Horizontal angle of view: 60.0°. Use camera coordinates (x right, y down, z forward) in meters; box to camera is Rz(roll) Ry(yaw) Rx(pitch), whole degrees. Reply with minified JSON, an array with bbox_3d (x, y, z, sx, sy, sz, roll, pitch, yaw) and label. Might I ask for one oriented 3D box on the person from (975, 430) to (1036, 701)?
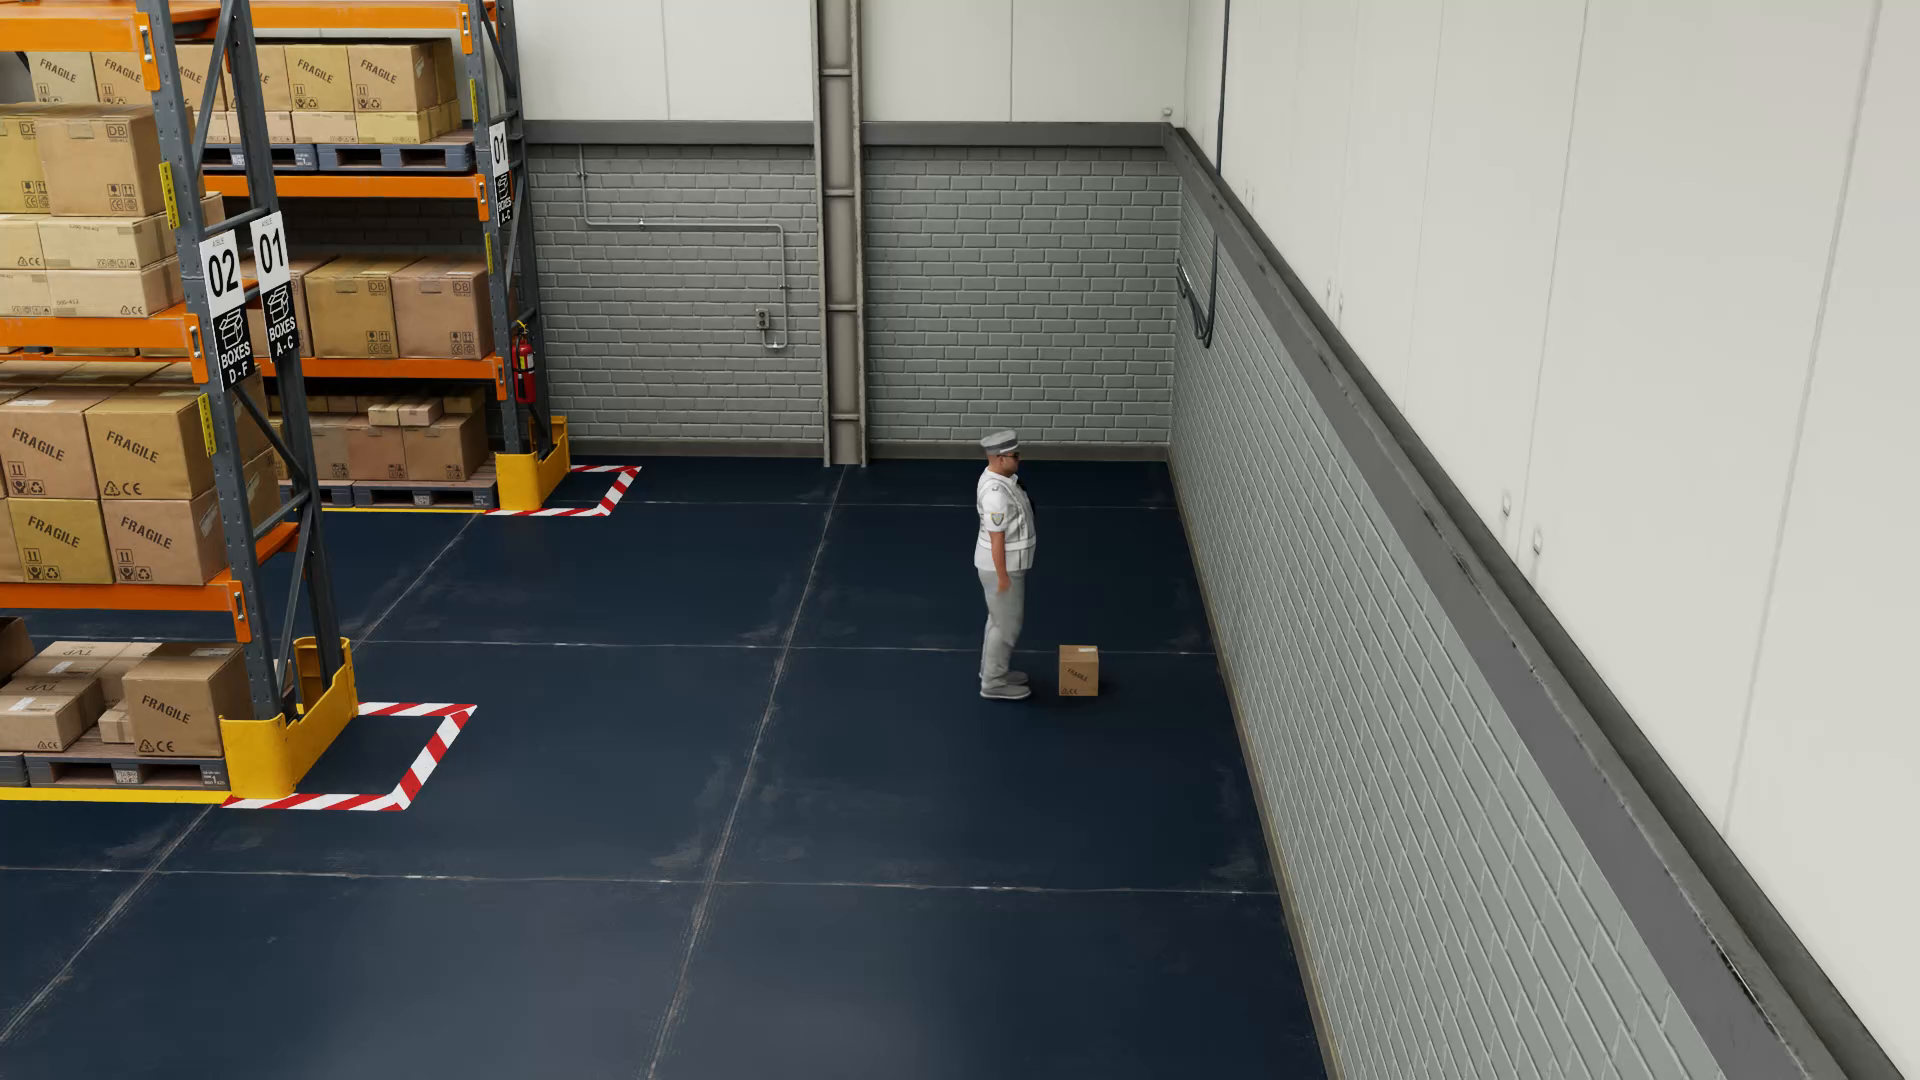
[{"bbox_3d":[0.290,0.148,10.677,0.393,1.762,0.526,1,21,3],"label":"person"}]
